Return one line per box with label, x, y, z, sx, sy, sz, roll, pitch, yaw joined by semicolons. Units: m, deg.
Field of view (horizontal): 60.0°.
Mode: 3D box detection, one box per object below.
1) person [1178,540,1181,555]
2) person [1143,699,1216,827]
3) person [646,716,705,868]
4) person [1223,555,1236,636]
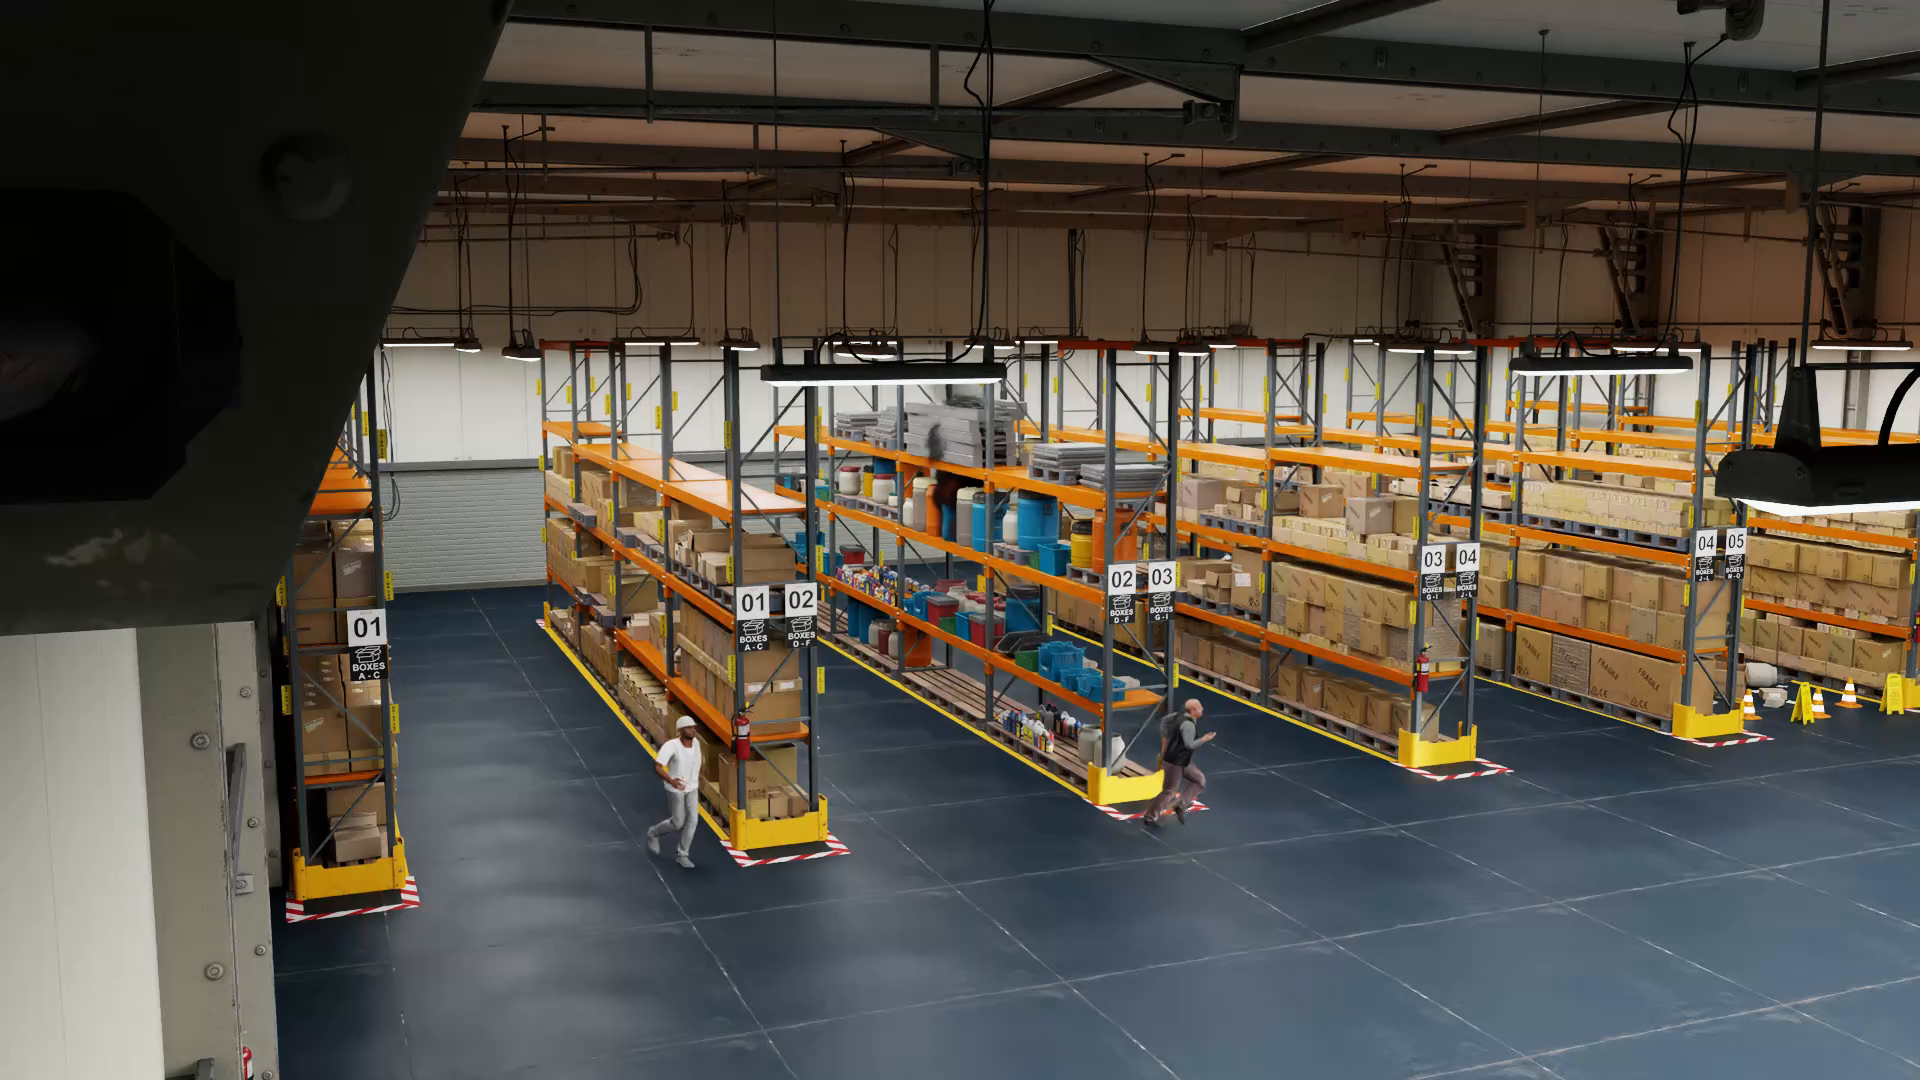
person;5.362;0.085;41.752;0.632;1.660;0.555;-5;9;-35
person;2.742;2.789;20.795;0.886;1.648;0.640;1;7;8
person;-3.294;2.931;19.661;0.775;1.736;0.737;6;10;39
person;5.284;1.164;33.064;0.691;1.782;0.930;-3;8;-25
